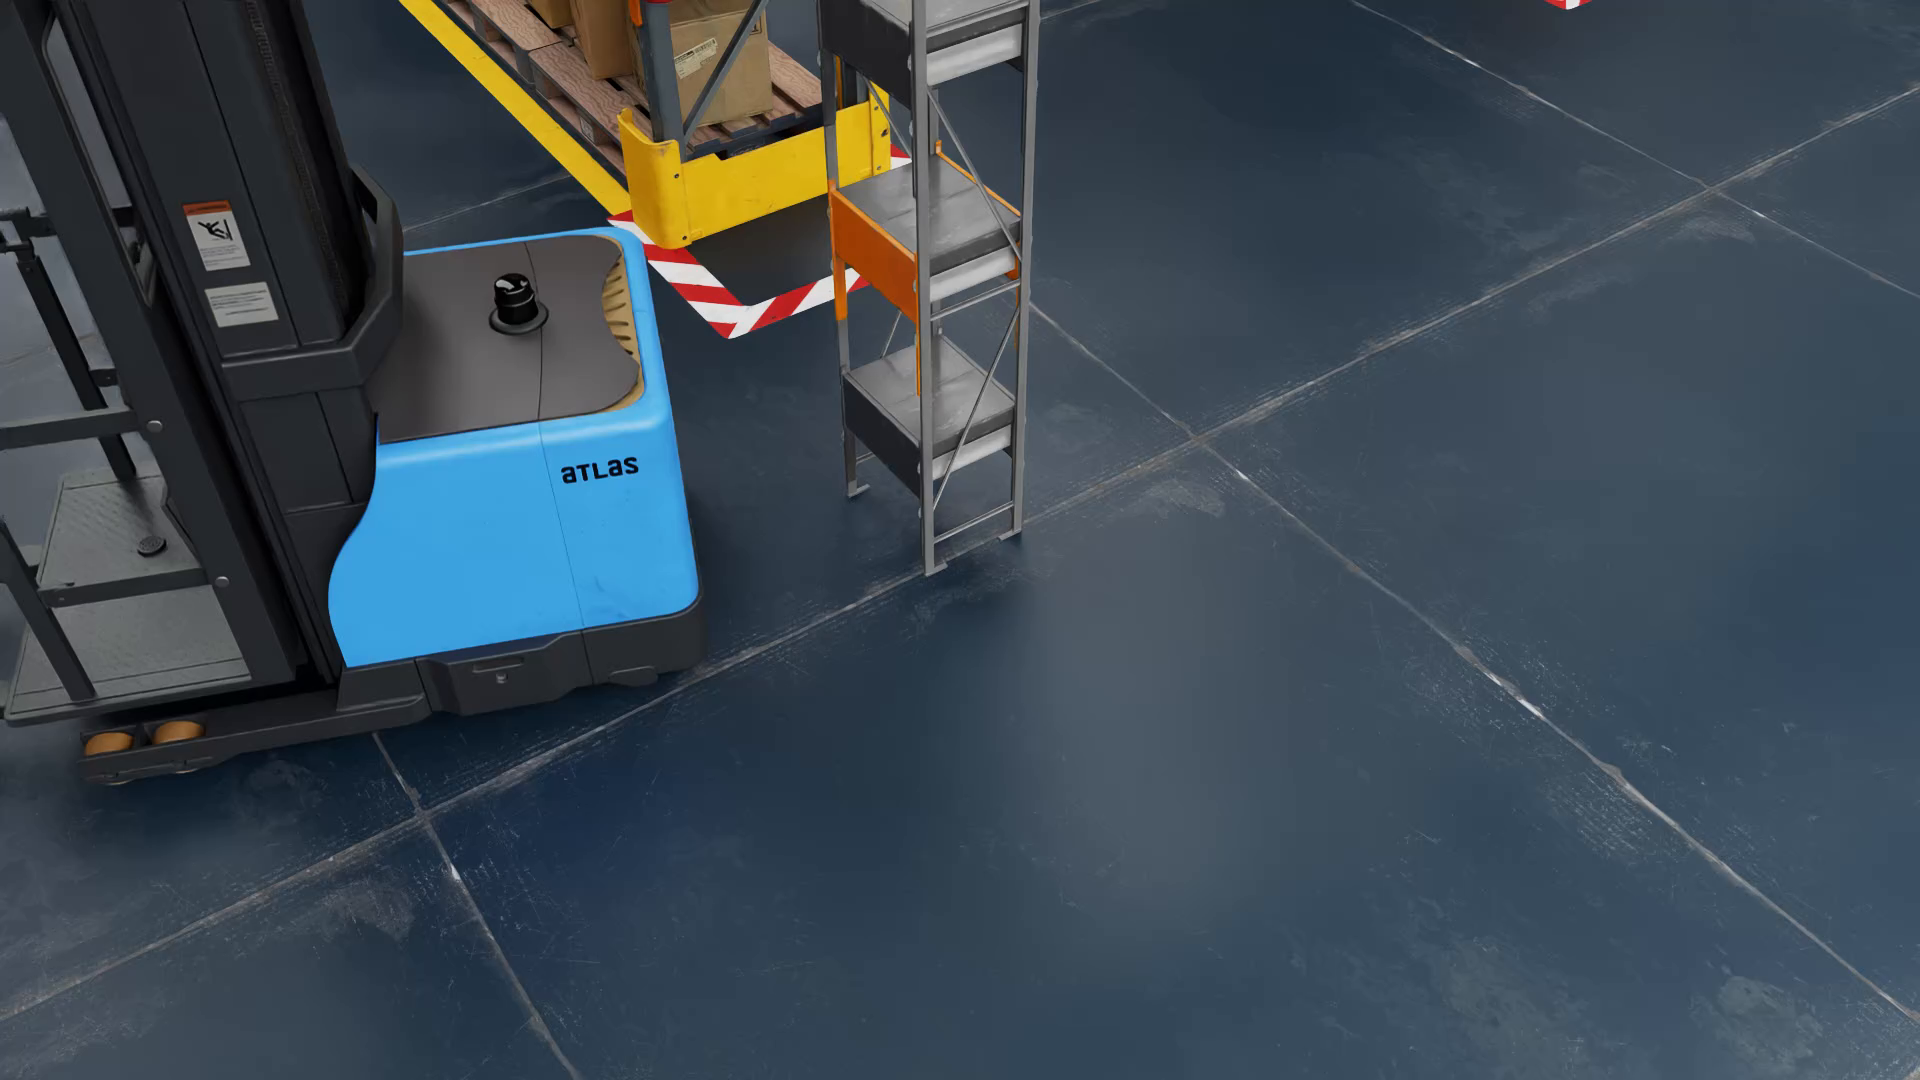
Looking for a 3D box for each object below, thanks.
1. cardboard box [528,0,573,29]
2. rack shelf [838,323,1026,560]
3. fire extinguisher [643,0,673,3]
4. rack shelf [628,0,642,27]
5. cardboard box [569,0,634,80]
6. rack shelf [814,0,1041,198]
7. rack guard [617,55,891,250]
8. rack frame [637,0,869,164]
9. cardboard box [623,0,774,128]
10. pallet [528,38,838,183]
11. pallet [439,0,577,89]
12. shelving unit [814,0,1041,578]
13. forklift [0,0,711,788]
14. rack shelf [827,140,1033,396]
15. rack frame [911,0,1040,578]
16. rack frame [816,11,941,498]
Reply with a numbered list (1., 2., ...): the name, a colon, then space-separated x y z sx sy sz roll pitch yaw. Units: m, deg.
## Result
1. cardboard box: -1.876 -2.876 8.096 0.500 0.500 0.500 -21 48 -21
2. rack shelf: -0.095 -0.337 5.616 0.431 0.518 0.480 -26 49 -24
3. fire extinguisher: -1.132 -2.306 6.049 0.296 0.674 0.183 -26 49 -24
4. rack shelf: -1.964 -3.453 7.716 1.077 0.370 4.000 -26 49 -24
5. cardboard box: -1.533 -2.514 7.717 0.500 0.500 0.500 -14 45 -14
6. rack shelf: -0.095 -1.350 4.649 0.431 0.518 0.480 -26 49 -24
7. rack guard: -0.863 -1.719 7.189 1.175 0.500 0.348 -26 49 -24
8. rack frame: -0.820 -2.581 6.281 1.000 3.000 0.127 -26 49 -24
9. cardboard box: -1.163 -2.189 7.376 0.500 0.500 0.500 -17 46 -17
10. pallet: -1.299 -2.089 7.785 1.003 0.211 1.213 -26 49 -24
11. pallet: -1.993 -2.779 8.509 1.003 0.211 1.213 -26 49 -24
12. shelving unit: -0.095 -0.853 5.123 0.431 2.100 0.503 -26 49 -24
13. forklift: -2.366 -0.730 4.392 3.031 2.935 1.130 -9 44 -10
14. rack shelf: -0.095 -0.843 5.133 0.431 0.518 0.480 -26 49 -24
15. rack frame: 0.045 -0.715 4.978 0.400 2.100 0.015 -26 49 -24
16. rack frame: -0.234 -0.991 5.268 0.400 2.100 0.015 -26 49 -24
